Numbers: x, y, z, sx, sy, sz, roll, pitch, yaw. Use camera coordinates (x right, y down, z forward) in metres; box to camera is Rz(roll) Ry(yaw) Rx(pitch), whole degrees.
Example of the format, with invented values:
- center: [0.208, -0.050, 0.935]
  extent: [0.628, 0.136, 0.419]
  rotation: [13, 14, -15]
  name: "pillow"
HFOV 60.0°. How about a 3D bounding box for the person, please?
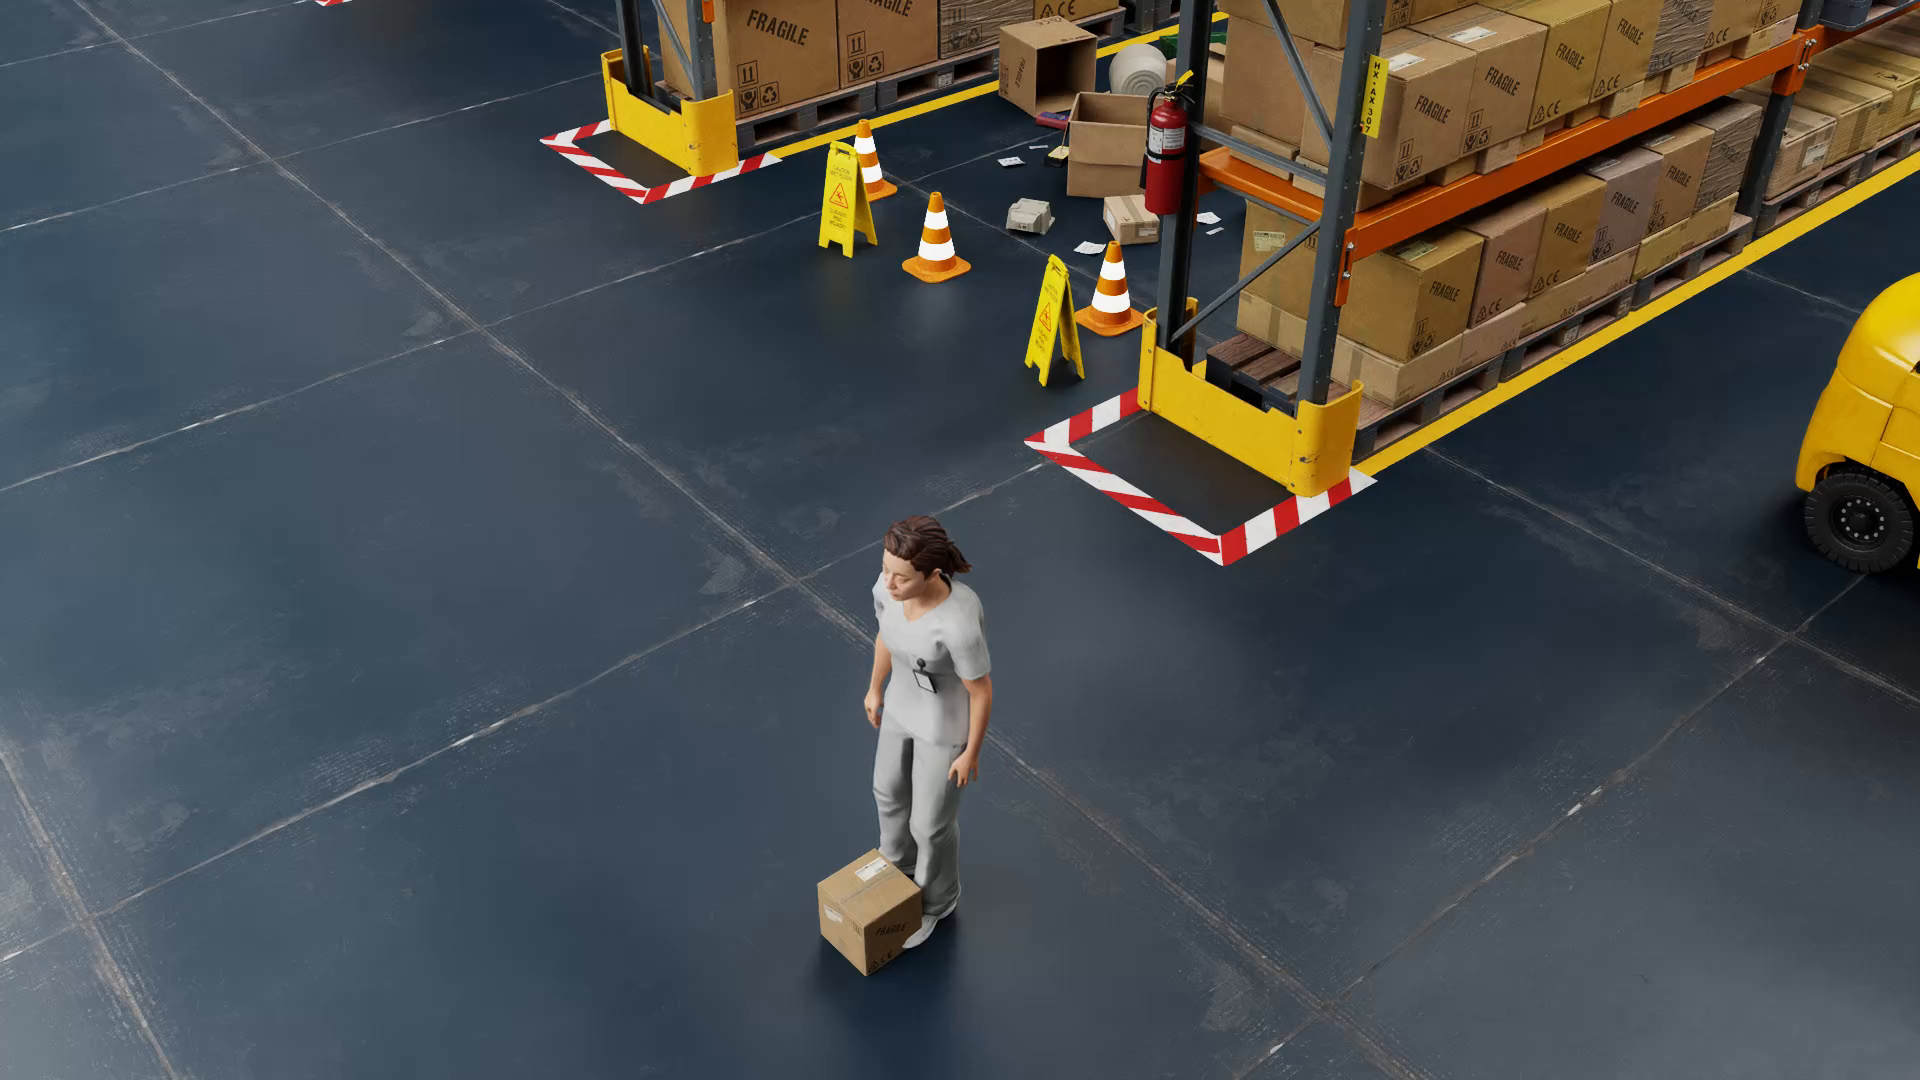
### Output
- center: [-0.136, 0.598, 5.328]
  extent: [0.414, 1.672, 0.514]
  rotation: [-29, 45, -34]
  name: "person"
